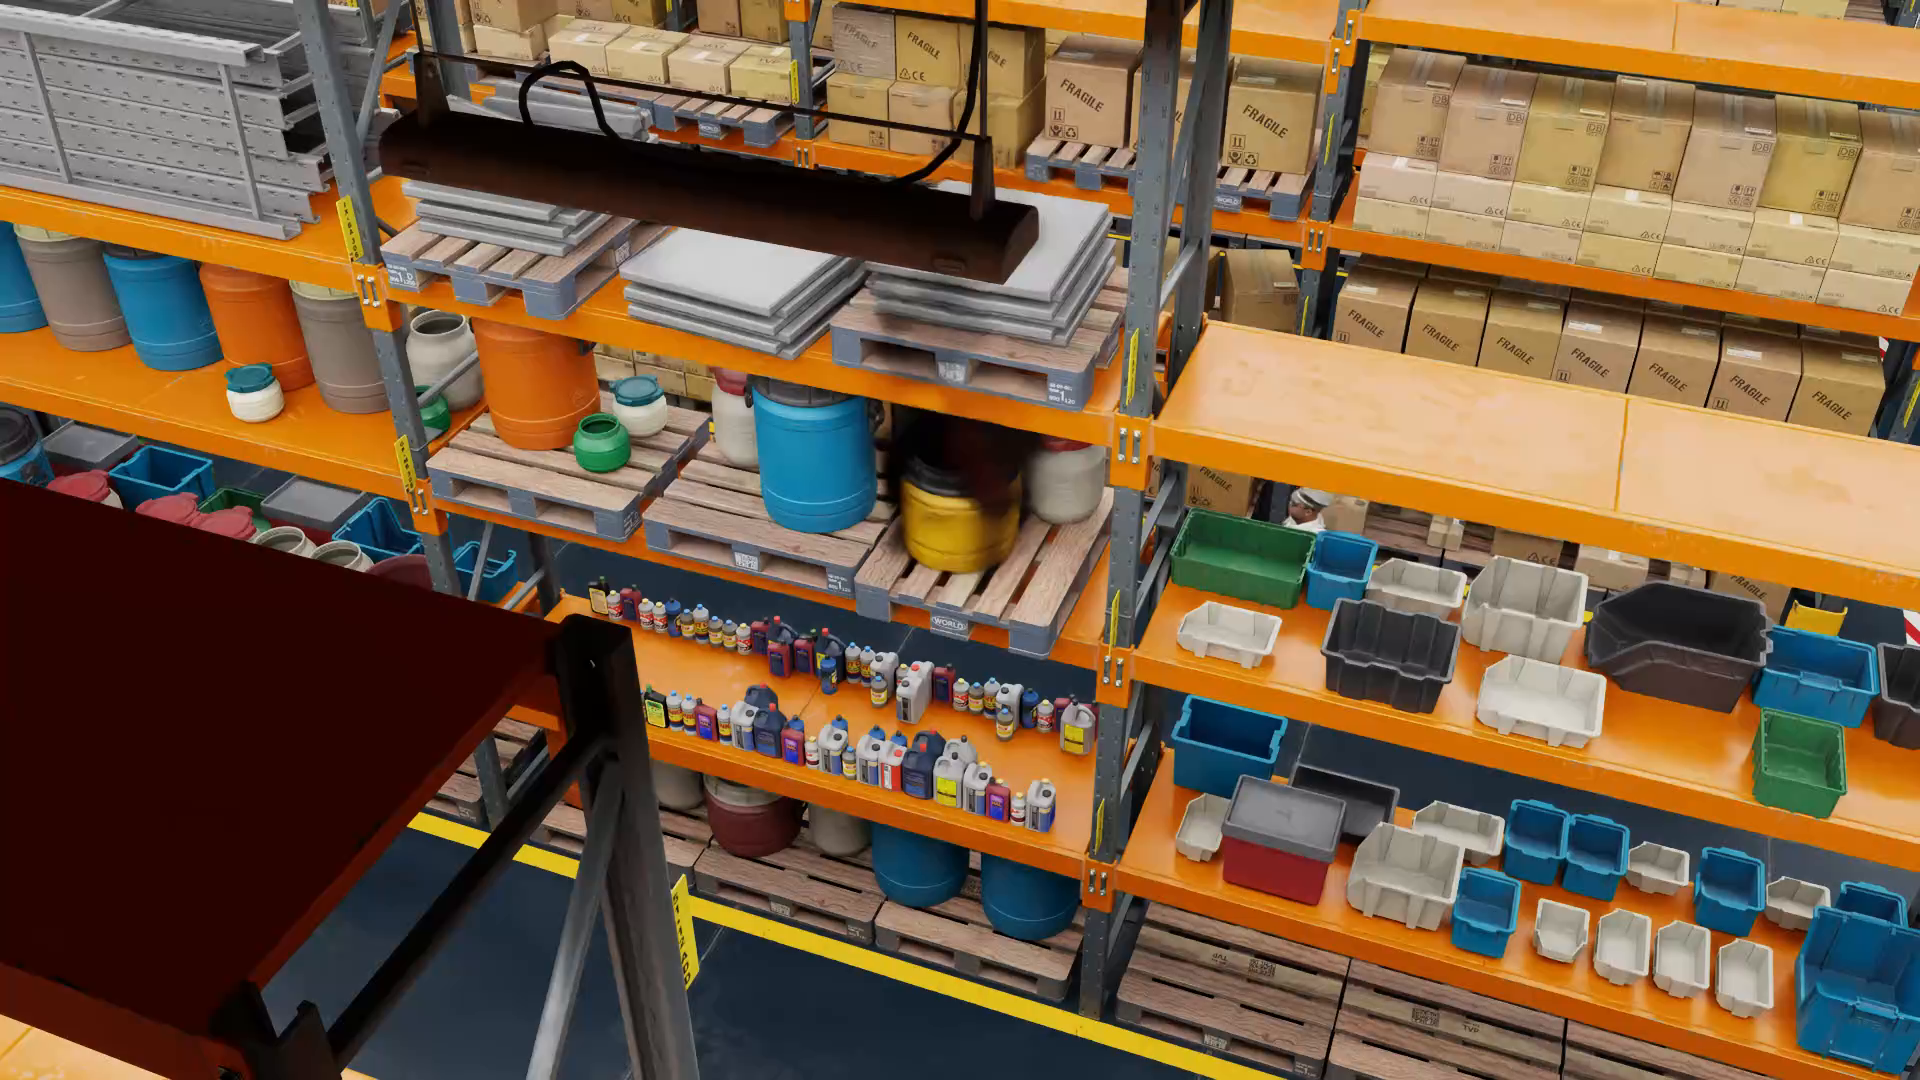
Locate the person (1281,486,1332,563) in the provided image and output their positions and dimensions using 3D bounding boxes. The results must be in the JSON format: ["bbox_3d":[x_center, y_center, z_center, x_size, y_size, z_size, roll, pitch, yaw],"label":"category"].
[{"bbox_3d":[2.327,0.350,11.446,0.944,1.790,0.664,5,37,7],"label":"person"}]

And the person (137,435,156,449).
[{"bbox_3d":[-6.673,-1.000,13.284,0.582,1.737,0.665,12,38,15],"label":"person"}]
